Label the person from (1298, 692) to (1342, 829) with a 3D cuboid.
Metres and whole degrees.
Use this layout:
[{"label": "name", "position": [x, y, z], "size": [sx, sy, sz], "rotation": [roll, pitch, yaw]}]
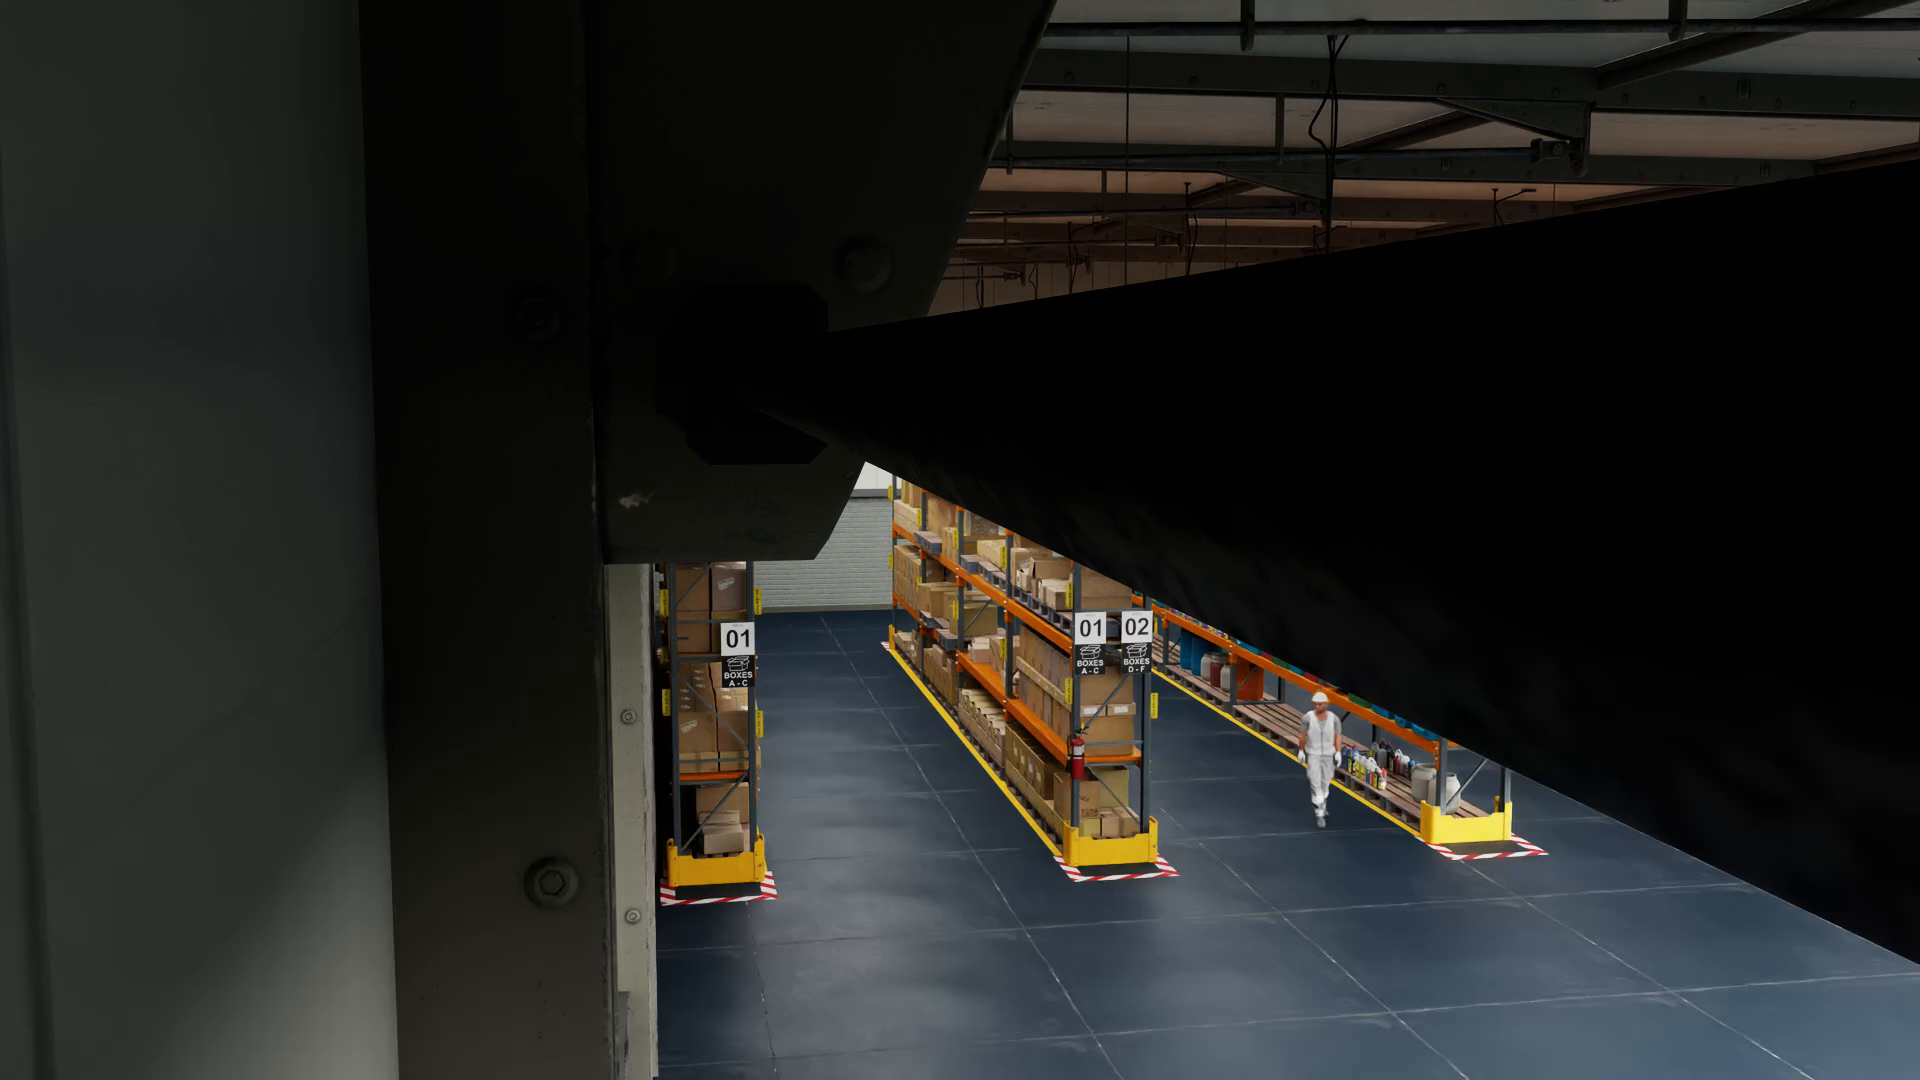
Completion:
[{"label": "person", "position": [4.959, 2.995, 22.830], "size": [0.564, 1.818, 0.760], "rotation": [0, 6, 2]}]
